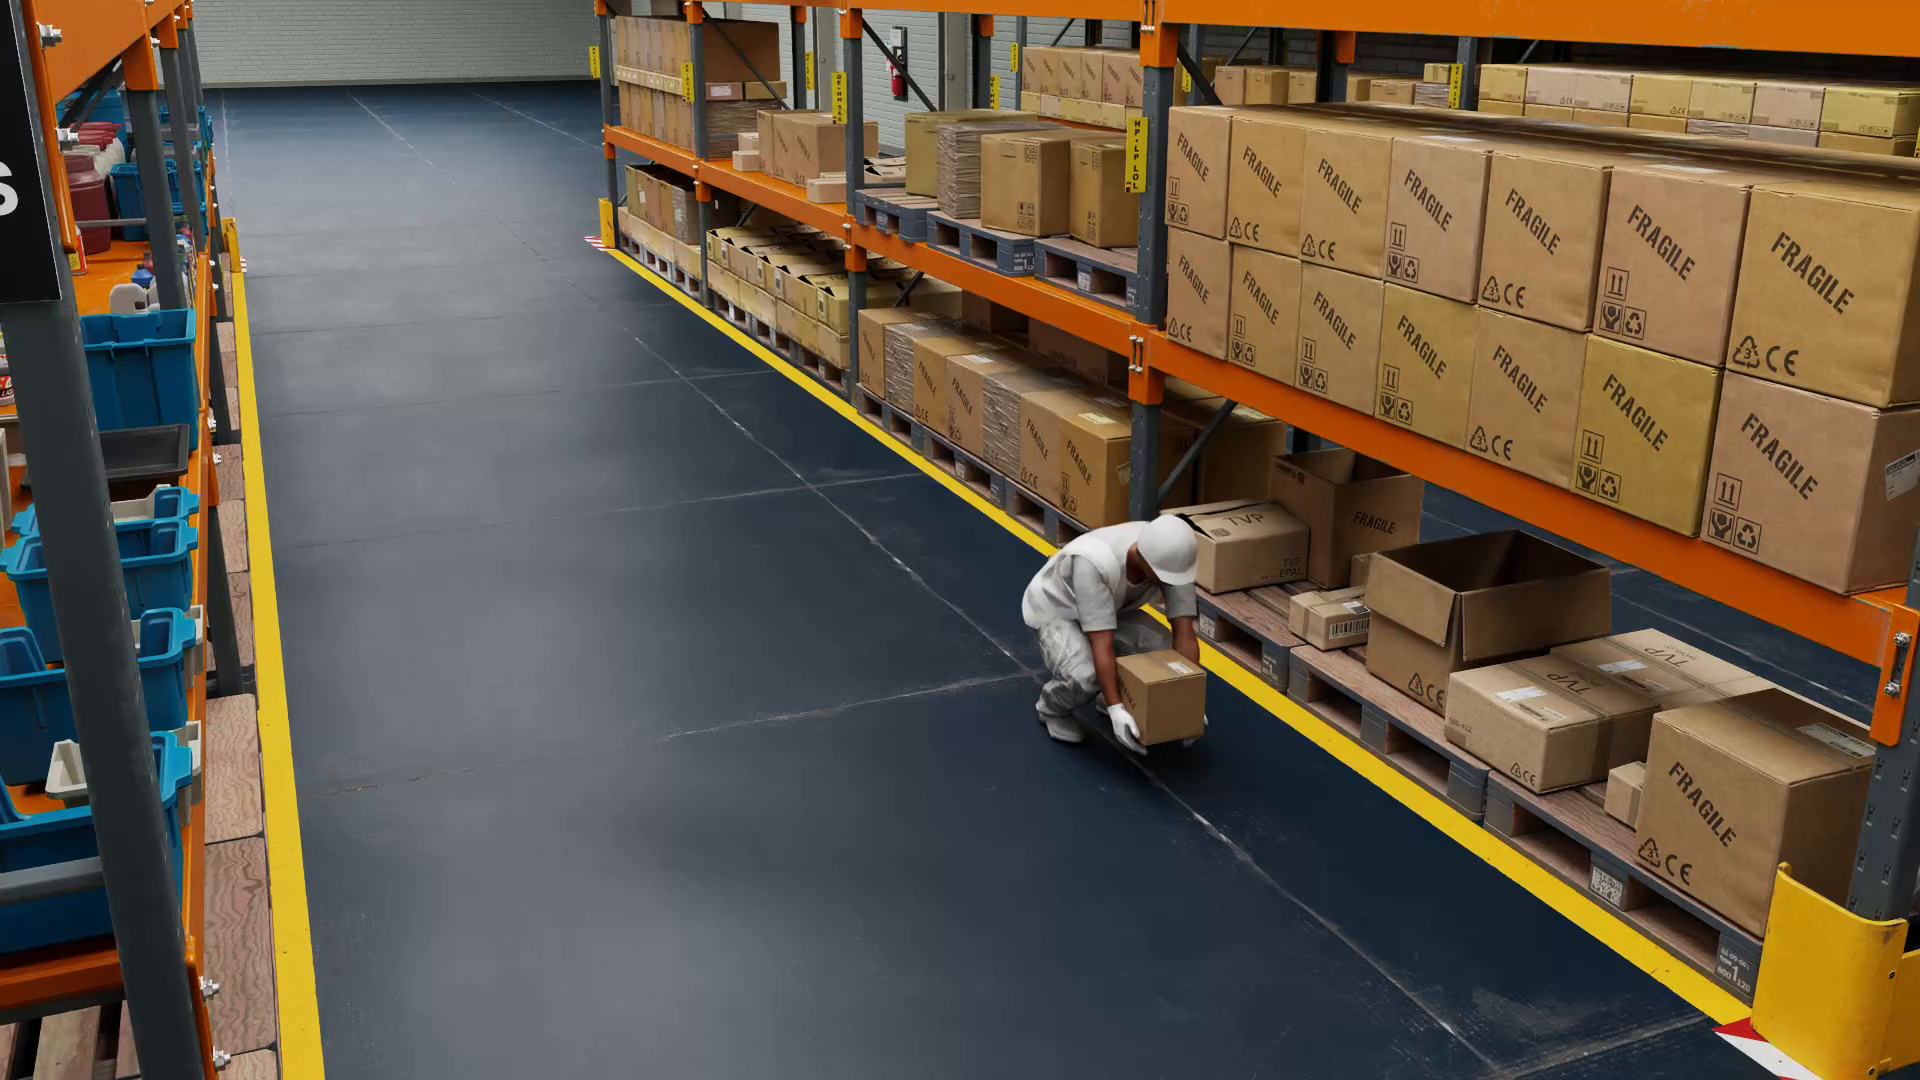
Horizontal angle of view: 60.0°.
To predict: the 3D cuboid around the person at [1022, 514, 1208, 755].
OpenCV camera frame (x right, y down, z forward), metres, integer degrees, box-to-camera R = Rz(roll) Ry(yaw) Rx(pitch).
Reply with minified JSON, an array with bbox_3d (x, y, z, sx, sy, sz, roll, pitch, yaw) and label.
[{"bbox_3d":[0.610,0.310,6.350,0.565,1.001,0.921,-8,20,-23],"label":"person"}]
